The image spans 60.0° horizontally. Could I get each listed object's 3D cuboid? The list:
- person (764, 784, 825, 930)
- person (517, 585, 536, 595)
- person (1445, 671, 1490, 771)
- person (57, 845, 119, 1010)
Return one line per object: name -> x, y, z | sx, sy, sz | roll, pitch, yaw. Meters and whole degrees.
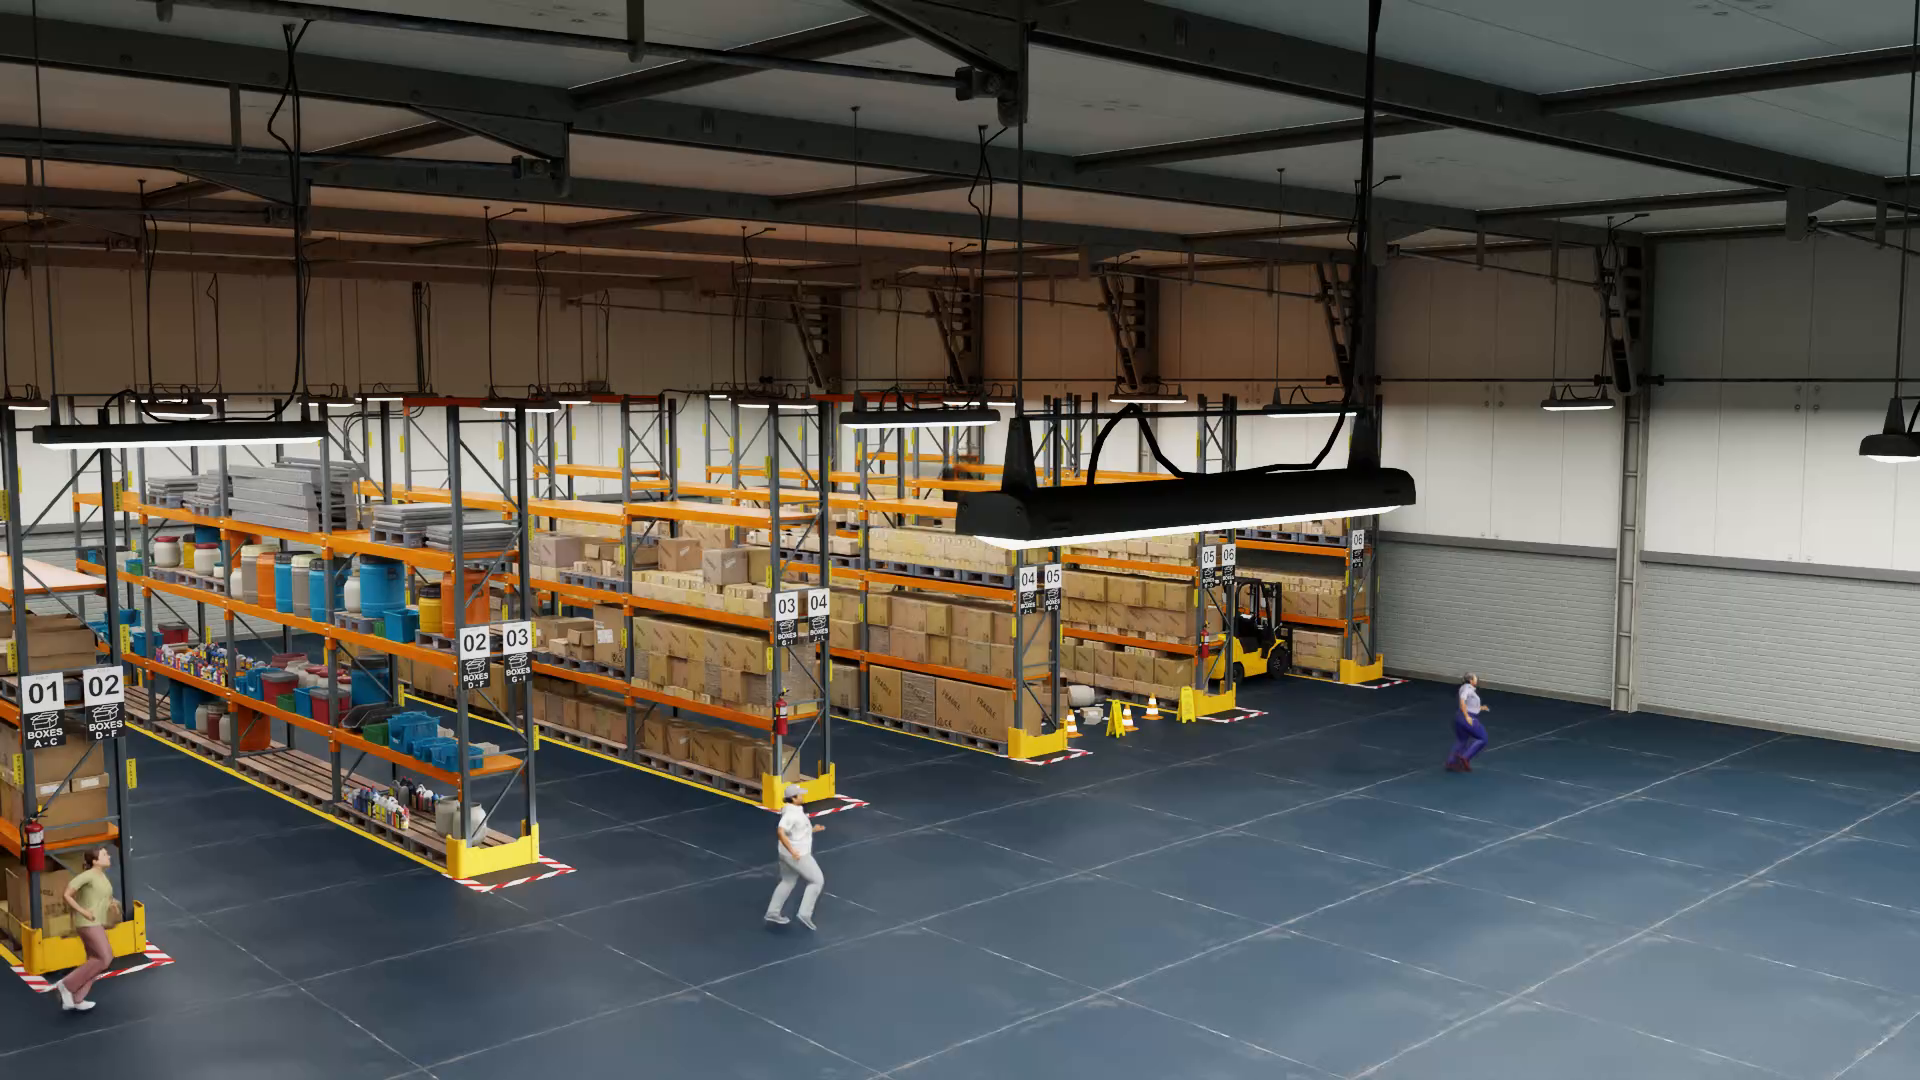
person -> -1.895, 3.660, 19.179 | 0.719, 1.712, 0.577 | -2, 6, -21
person -> -10.615, 1.556, 40.587 | 0.774, 1.717, 0.665 | 5, 8, 44
person -> 8.220, 2.930, 26.850 | 0.721, 1.601, 0.576 | -1, 6, -5
person -> -8.812, 3.901, 16.867 | 0.527, 1.584, 0.642 | -1, 6, -8
